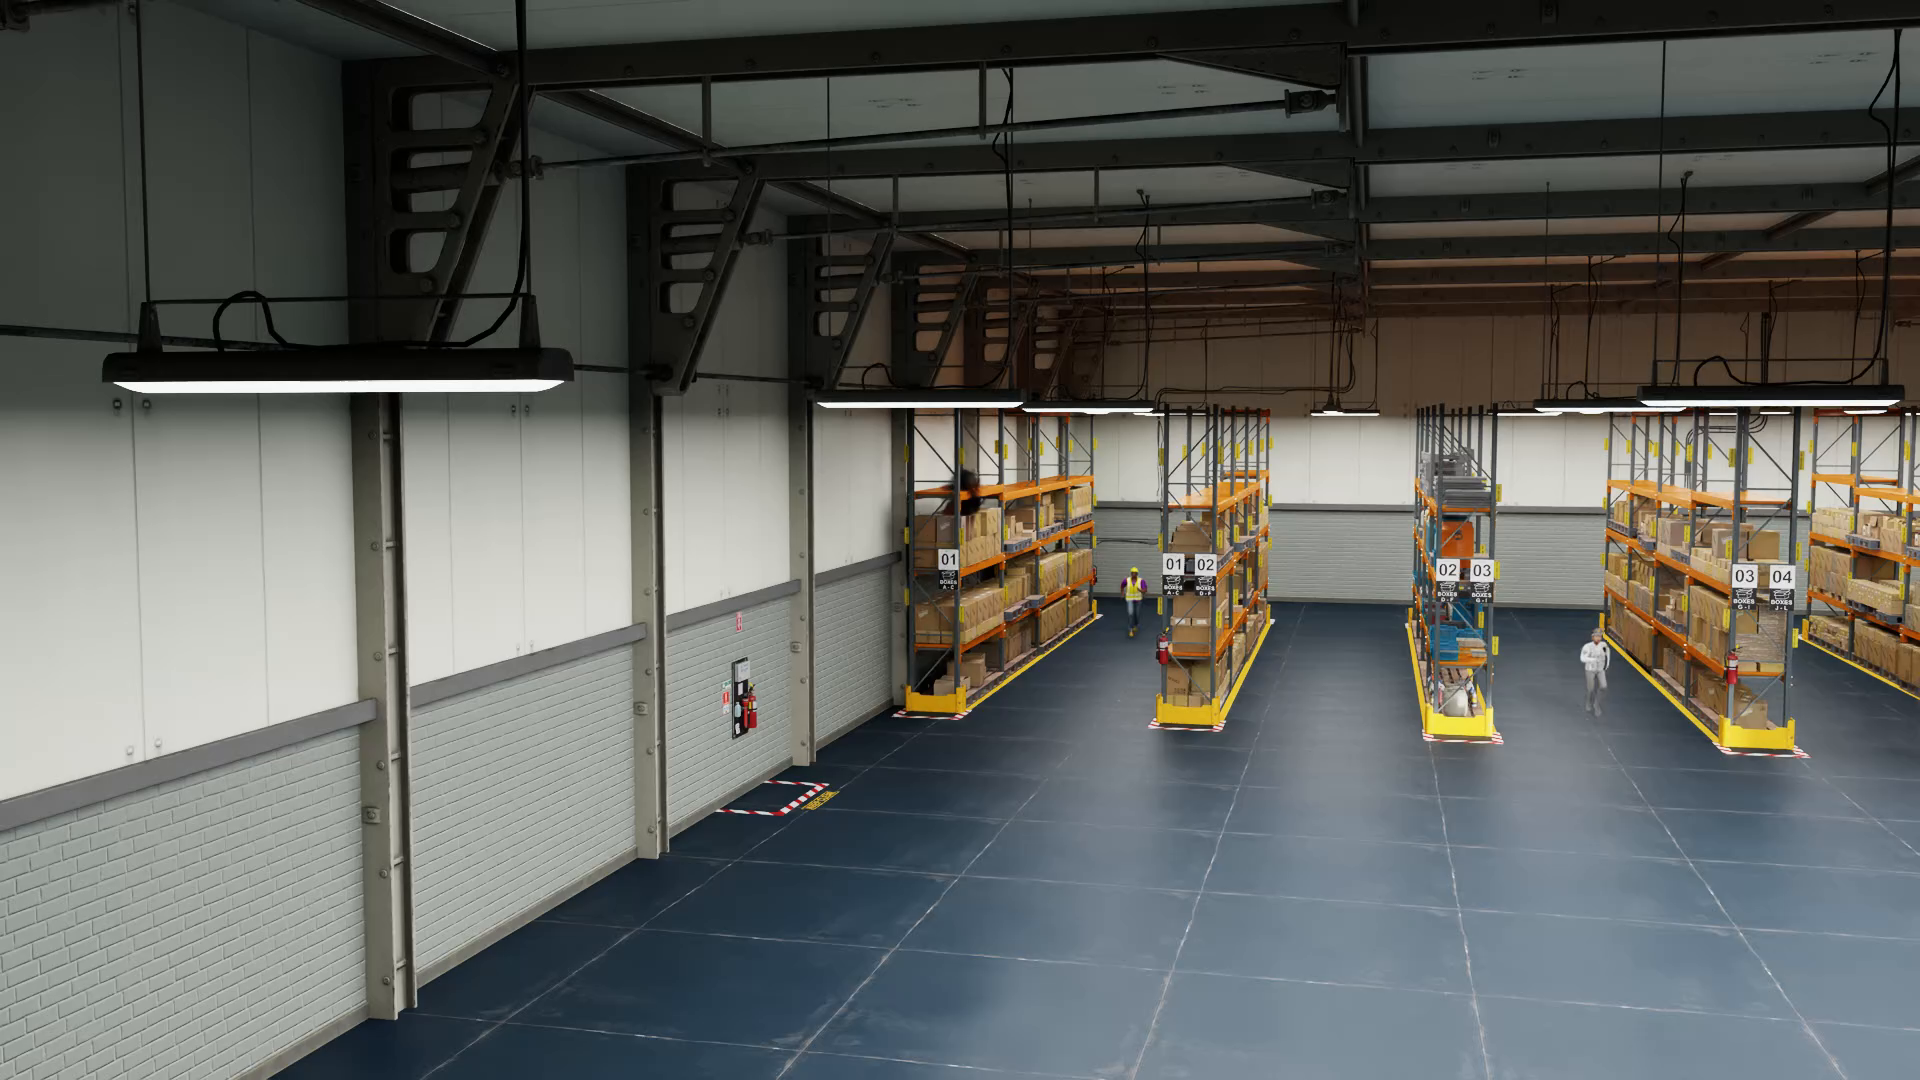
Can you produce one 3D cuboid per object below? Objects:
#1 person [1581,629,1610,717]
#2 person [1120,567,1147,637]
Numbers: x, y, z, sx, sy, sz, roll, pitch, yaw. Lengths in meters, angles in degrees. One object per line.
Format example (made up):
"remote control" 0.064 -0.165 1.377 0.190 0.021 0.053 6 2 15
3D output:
"person" 12.271 2.546 32.109 0.639 1.698 0.803 0 4 2
"person" 4.598 1.623 43.968 0.684 1.798 0.893 0 4 2
